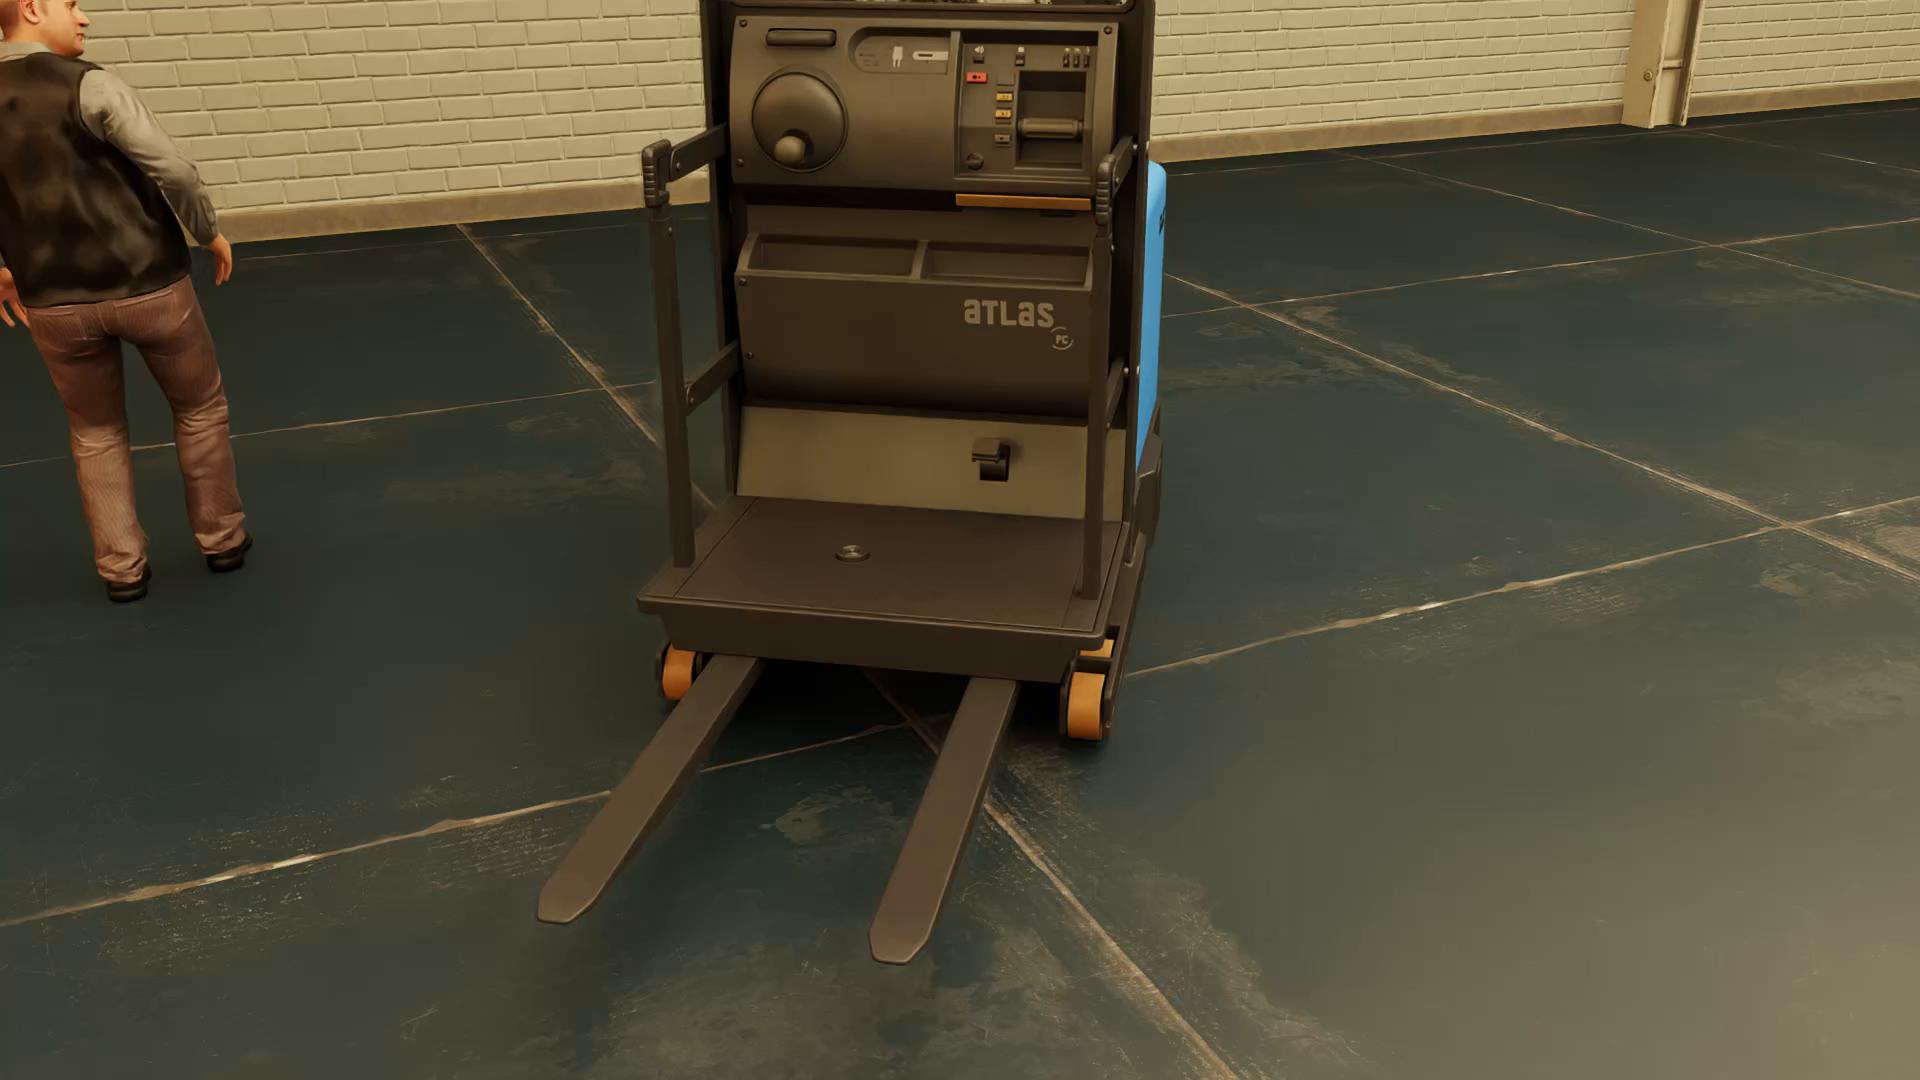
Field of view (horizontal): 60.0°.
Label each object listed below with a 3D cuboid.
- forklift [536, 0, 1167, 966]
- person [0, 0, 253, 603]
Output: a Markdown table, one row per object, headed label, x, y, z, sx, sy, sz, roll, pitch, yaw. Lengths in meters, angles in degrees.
| label | x | y | z | sx | sy | sz | roll | pitch | yaw |
| --- | --- | --- | --- | --- | --- | --- | --- | --- | --- |
| forklift | -0.132 | -1.028 | 3.760 | 1.130 | 2.935 | 3.031 | 4 | 23 | 10 |
| person | -2.361 | -0.685 | 4.555 | 0.725 | 1.698 | 0.511 | -3 | 23 | -8 |
